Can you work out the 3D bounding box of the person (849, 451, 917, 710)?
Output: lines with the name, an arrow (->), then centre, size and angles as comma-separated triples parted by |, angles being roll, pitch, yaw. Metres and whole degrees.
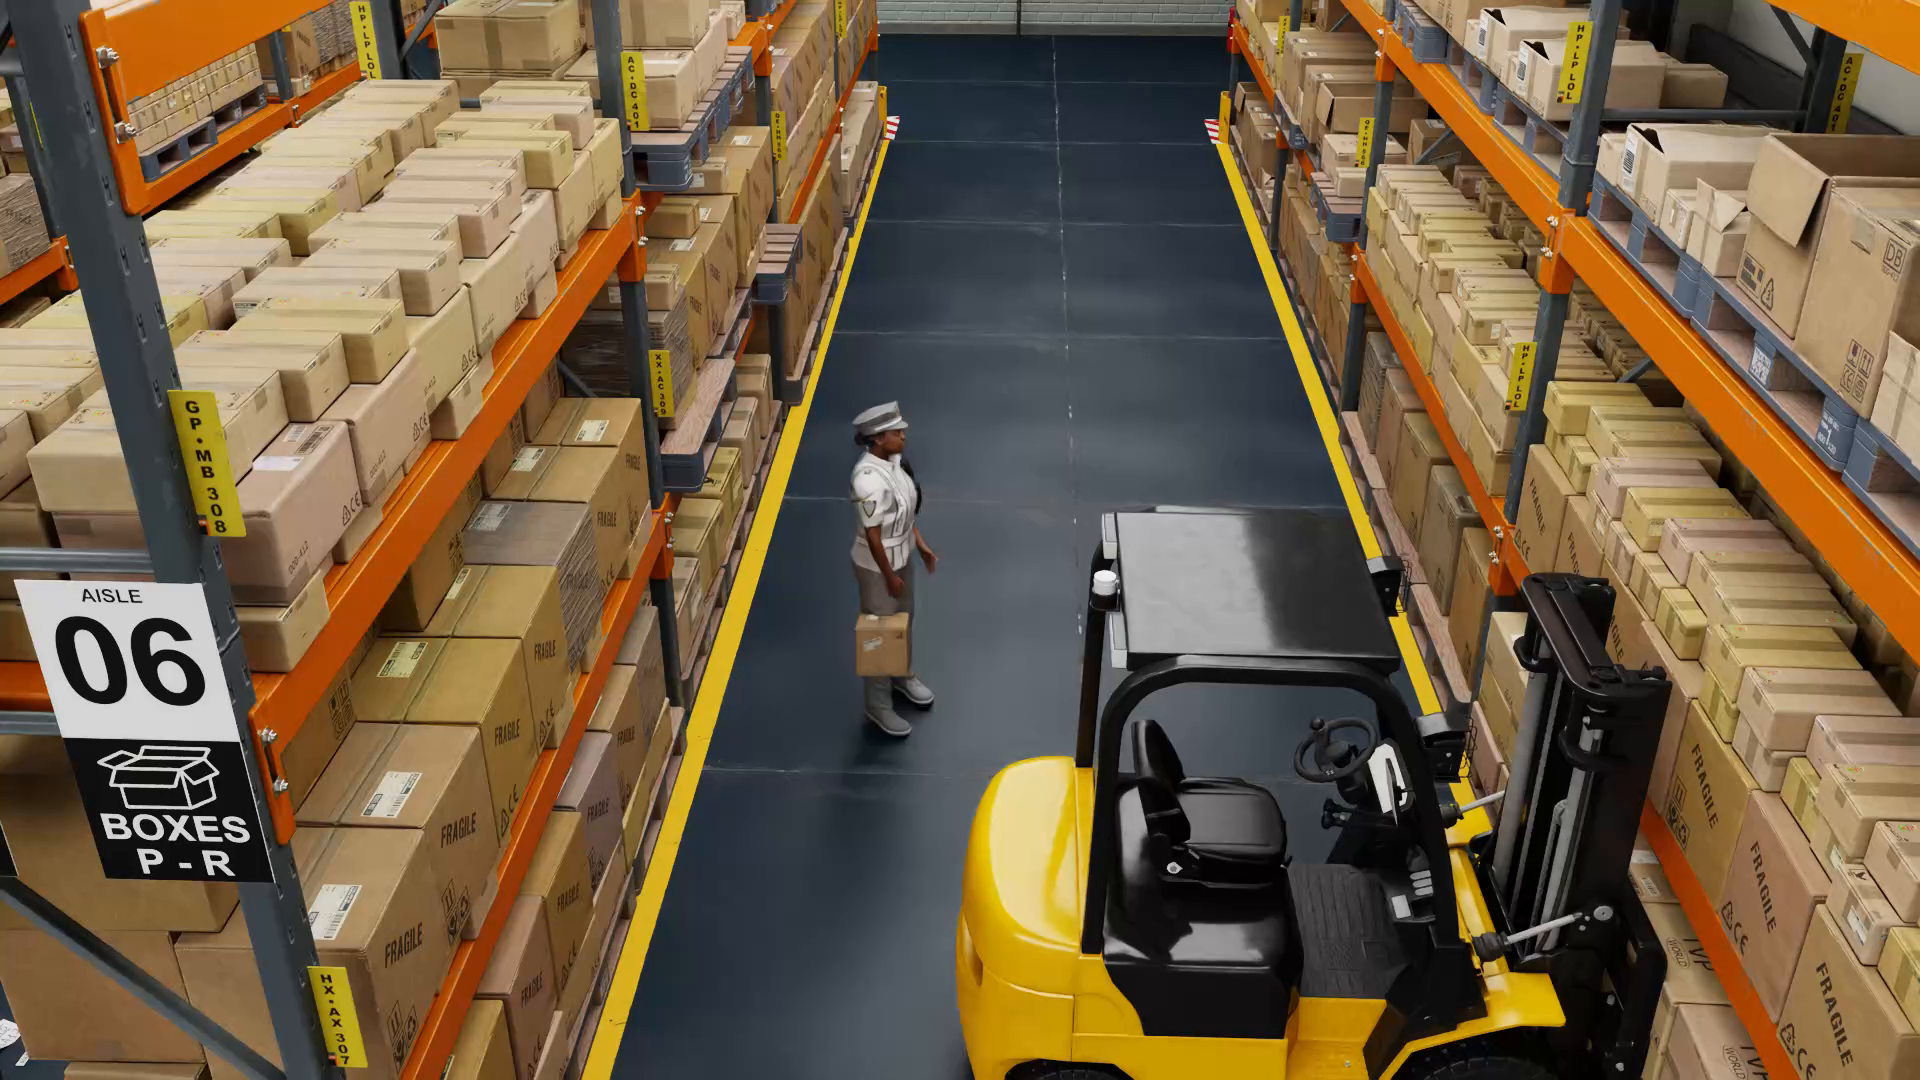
person -> -0.384, 0.189, 8.393 | 0.328, 1.369, 0.418 | 6, 29, 11
